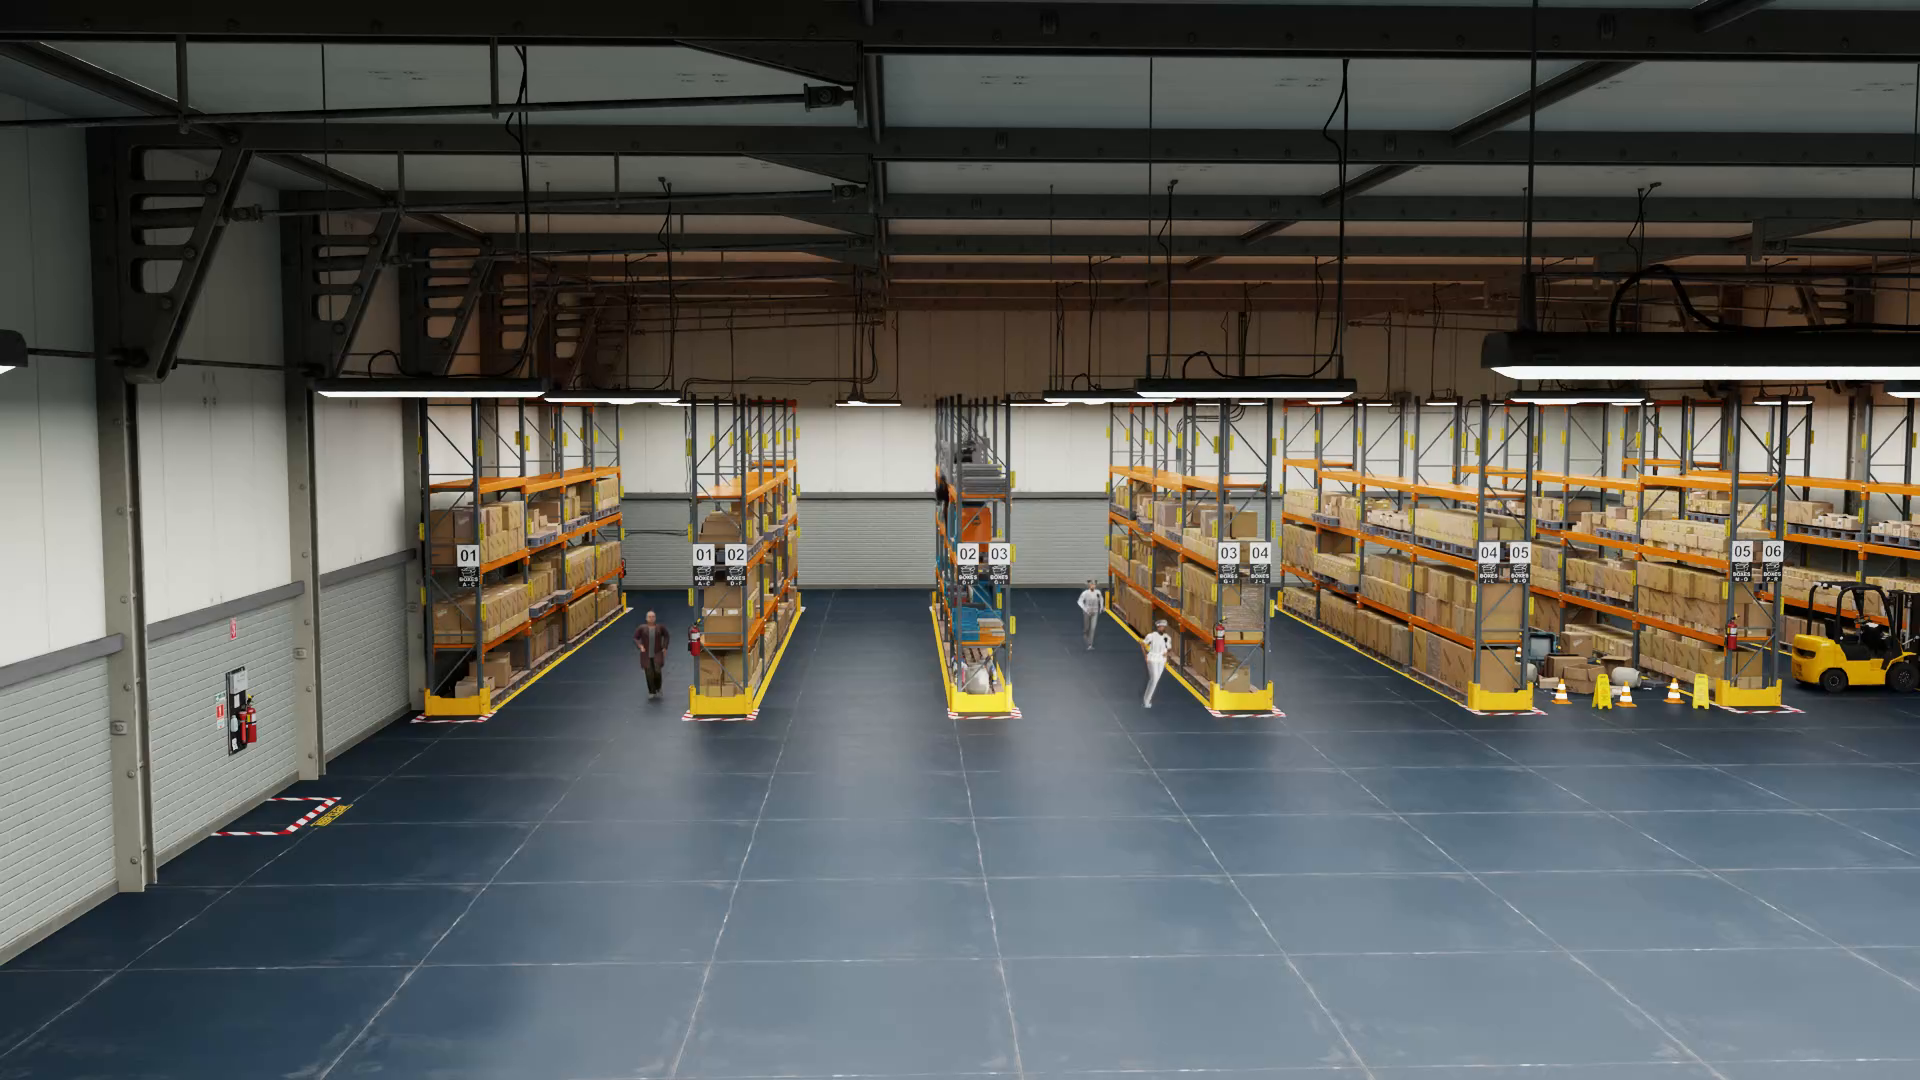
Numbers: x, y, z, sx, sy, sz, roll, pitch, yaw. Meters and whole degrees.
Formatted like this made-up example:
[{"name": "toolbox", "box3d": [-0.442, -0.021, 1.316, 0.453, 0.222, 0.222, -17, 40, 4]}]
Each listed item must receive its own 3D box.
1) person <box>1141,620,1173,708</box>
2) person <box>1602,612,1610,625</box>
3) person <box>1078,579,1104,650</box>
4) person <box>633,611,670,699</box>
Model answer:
[{"name": "person", "box3d": [3.794, 2.382, 32.077, 0.596, 1.715, 0.654, -1, 5, -17]}, {"name": "person", "box3d": [16.447, 1.495, 42.769, 0.657, 1.740, 0.597, -1, 5, -8]}, {"name": "person", "box3d": [3.149, 1.757, 39.949, 0.642, 1.682, 0.835, -1, 5, -6]}, {"name": "person", "box3d": [-6.070, 2.276, 32.687, 0.714, 1.742, 0.635, -1, 5, -9]}]
